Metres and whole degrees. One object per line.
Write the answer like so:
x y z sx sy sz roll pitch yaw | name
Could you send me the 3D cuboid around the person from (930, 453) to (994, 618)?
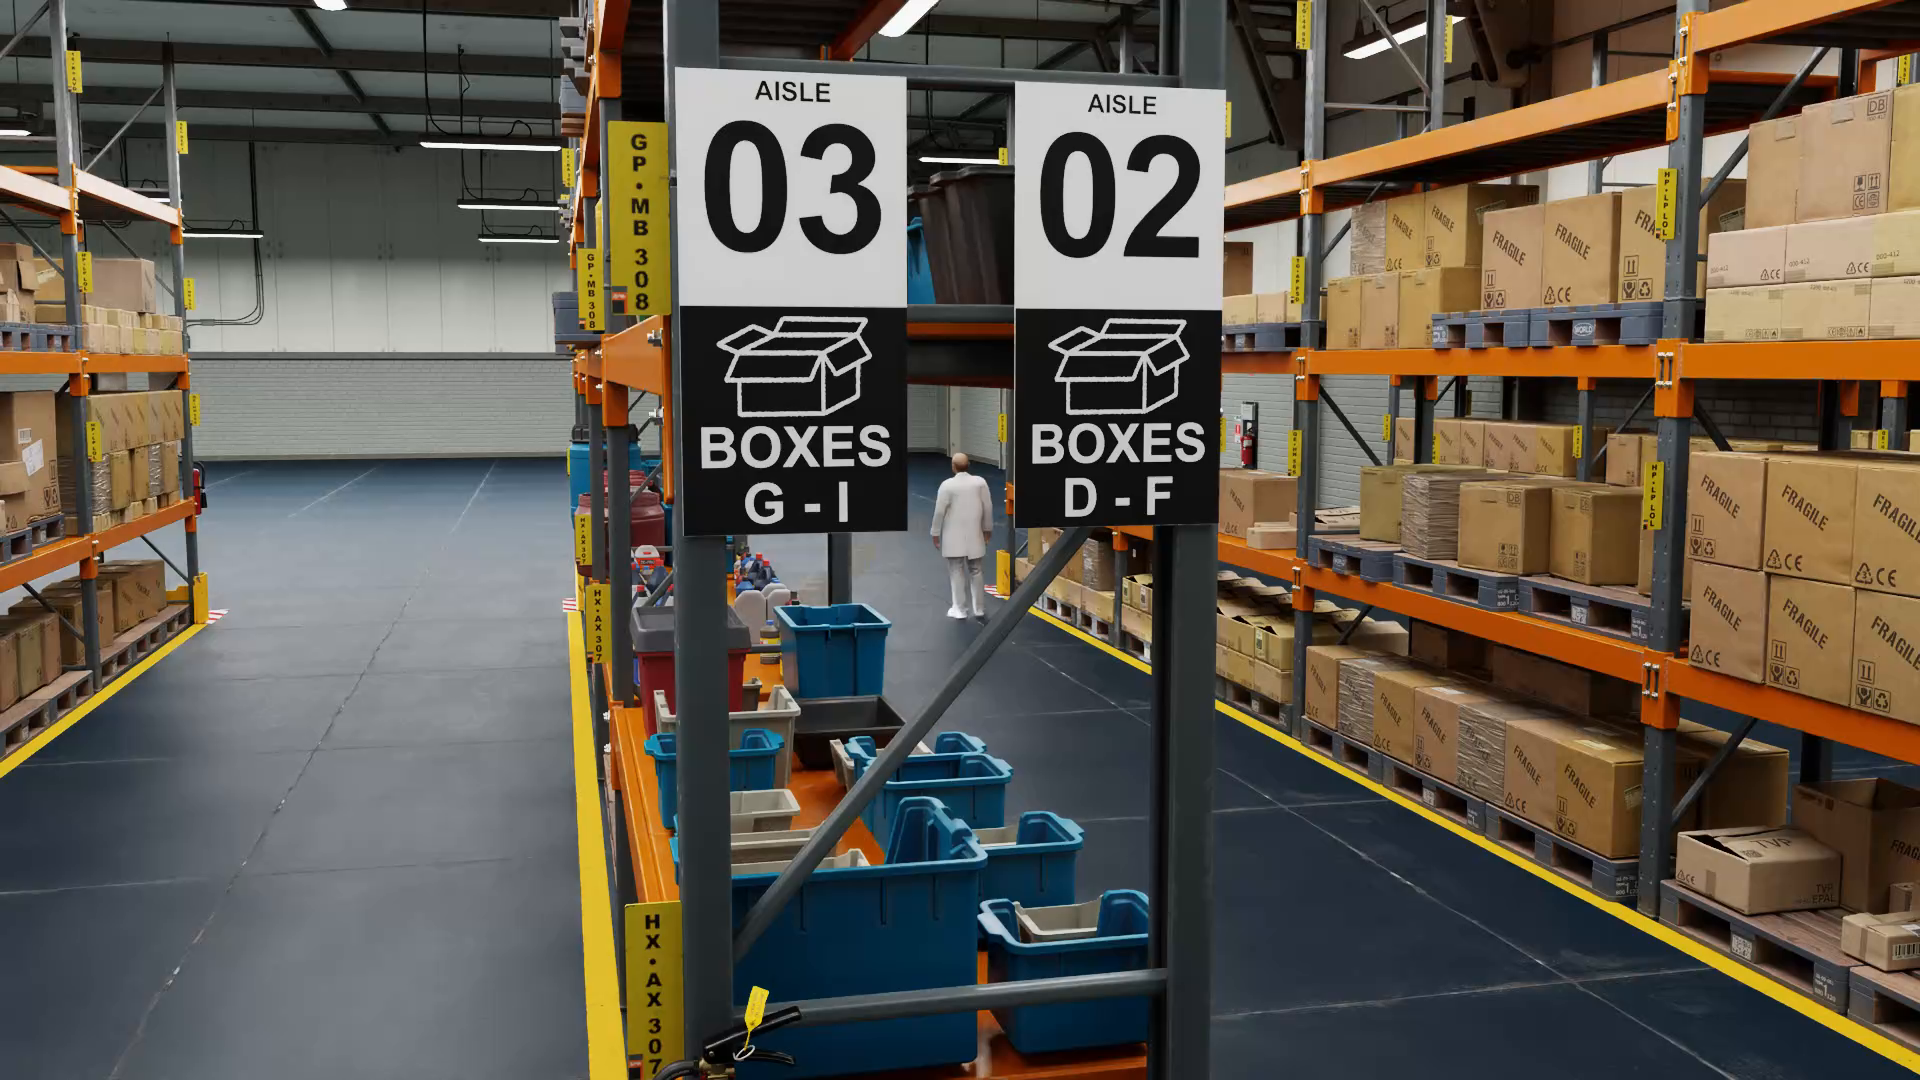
0.006 -0.058 17.859 0.695 1.775 0.582 -1 6 -14 | person
